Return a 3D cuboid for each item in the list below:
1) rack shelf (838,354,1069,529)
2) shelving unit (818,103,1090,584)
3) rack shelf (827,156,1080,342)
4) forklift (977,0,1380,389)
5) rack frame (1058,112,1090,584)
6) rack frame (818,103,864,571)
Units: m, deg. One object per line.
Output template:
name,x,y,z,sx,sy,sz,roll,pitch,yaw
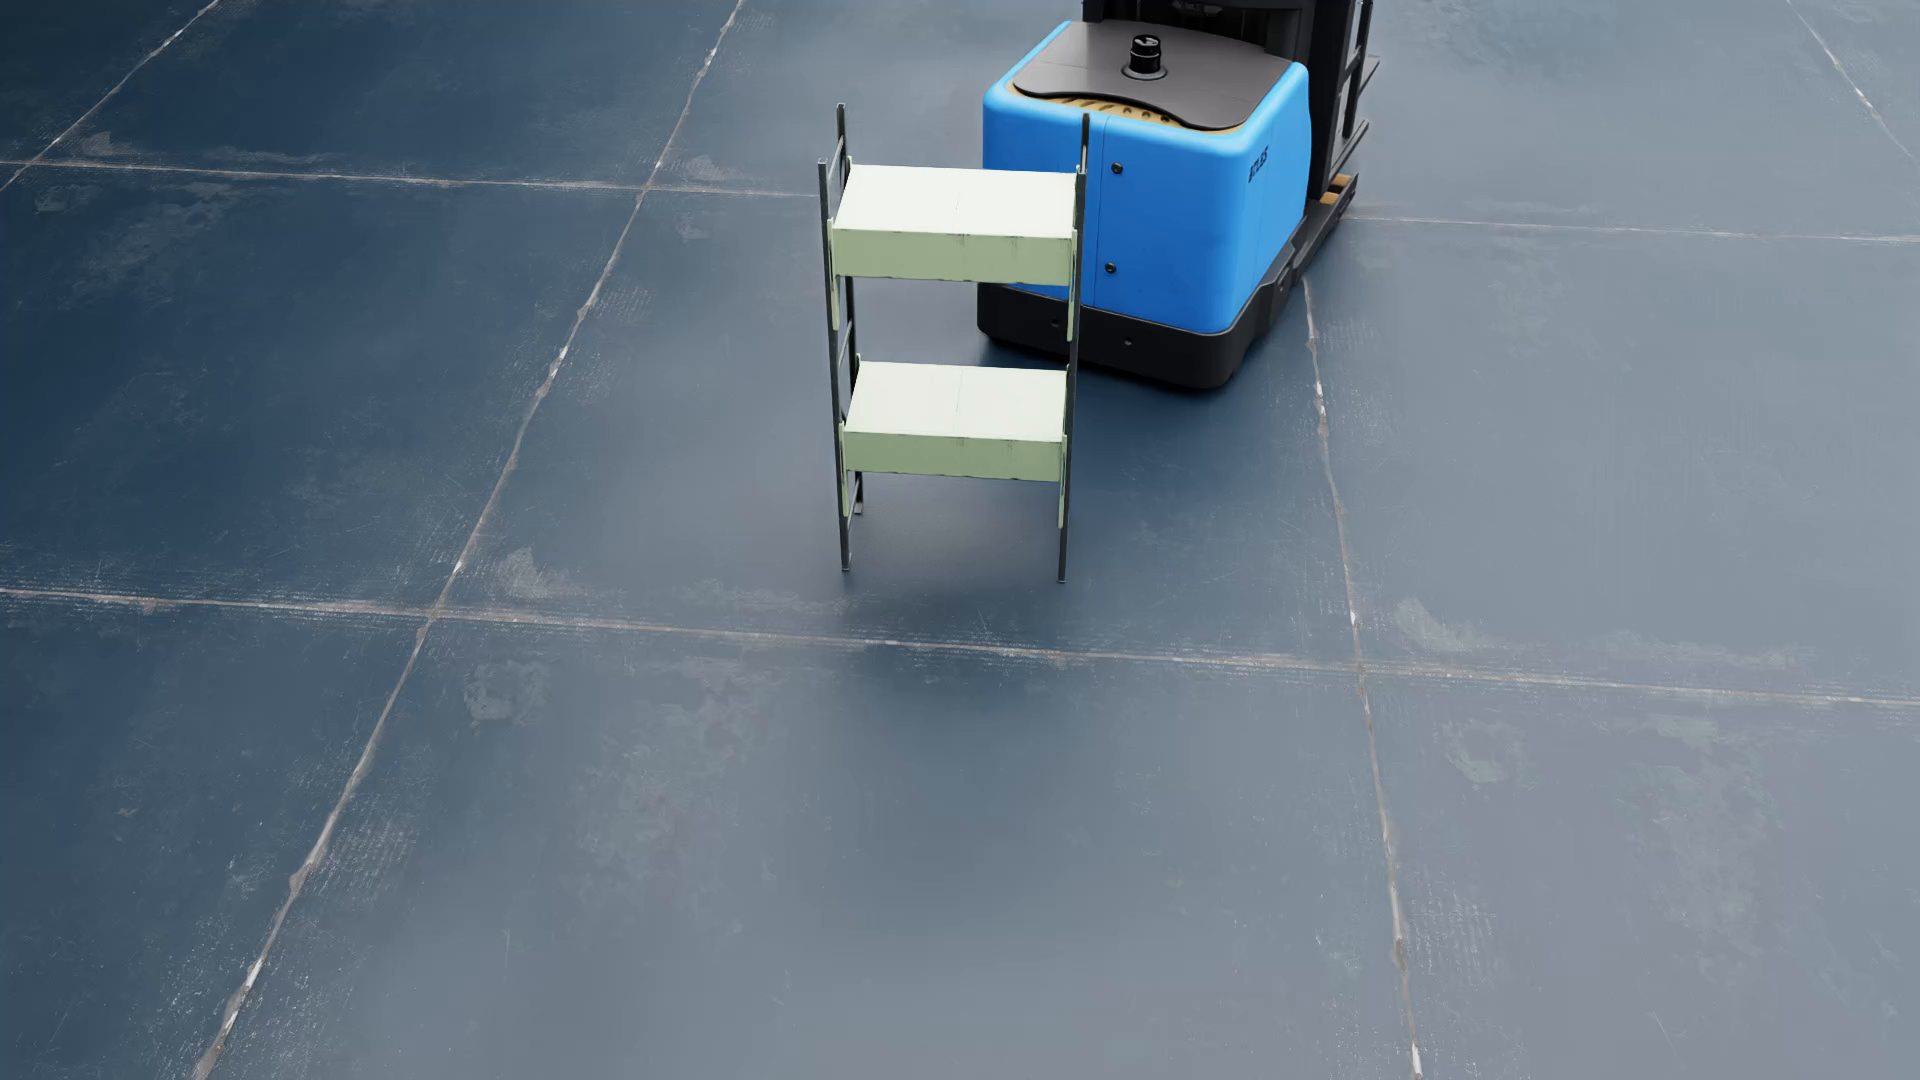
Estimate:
rack shelf,-0.007,-0.329,5.483,0.720,0.370,0.431,3,39,4
shelving unit,-0.007,-0.582,5.277,0.755,1.500,0.431,3,39,4
rack shelf,-0.007,-0.885,5.031,0.720,0.370,0.431,3,39,4
forklift,1.160,-2.639,6.670,1.130,2.935,3.031,17,42,20
rack frame,0.358,-0.562,5.252,0.023,1.500,0.400,3,39,4
rack frame,-0.371,-0.602,5.301,0.023,1.500,0.400,3,39,4
